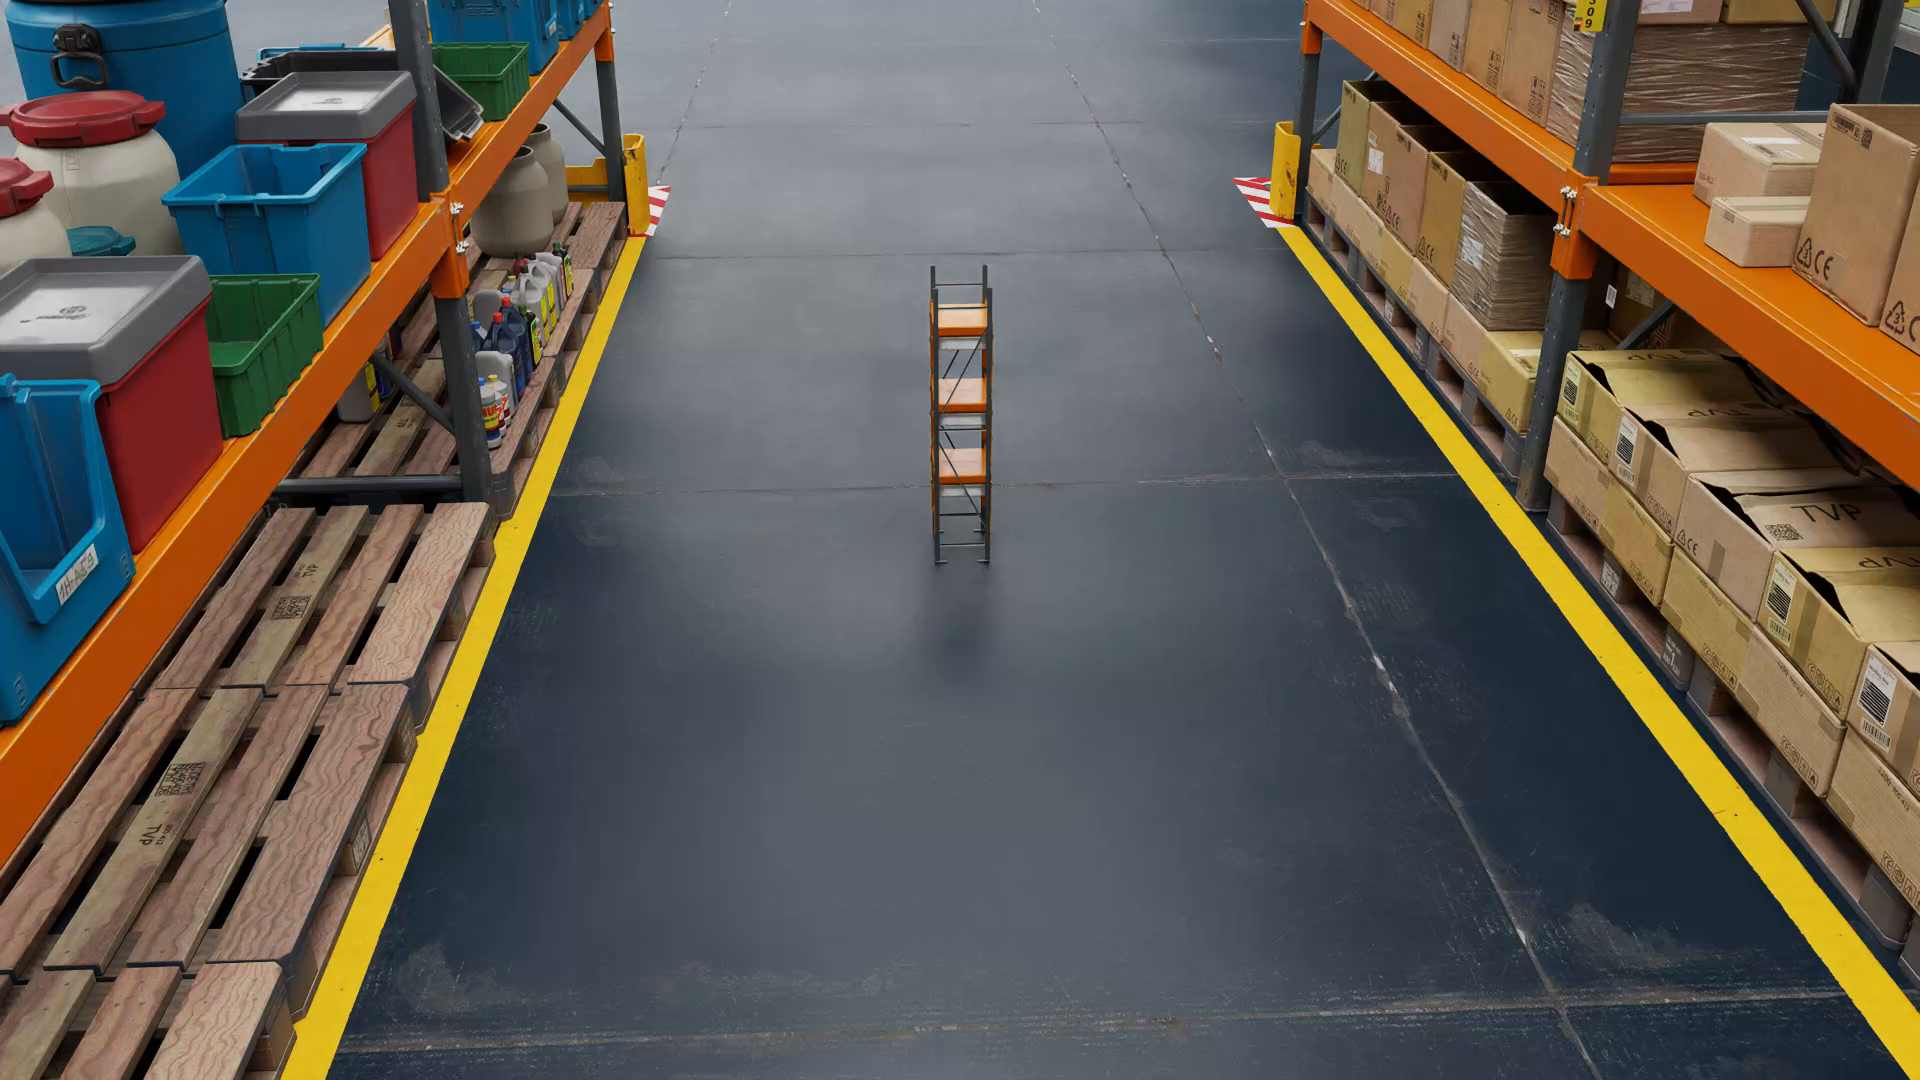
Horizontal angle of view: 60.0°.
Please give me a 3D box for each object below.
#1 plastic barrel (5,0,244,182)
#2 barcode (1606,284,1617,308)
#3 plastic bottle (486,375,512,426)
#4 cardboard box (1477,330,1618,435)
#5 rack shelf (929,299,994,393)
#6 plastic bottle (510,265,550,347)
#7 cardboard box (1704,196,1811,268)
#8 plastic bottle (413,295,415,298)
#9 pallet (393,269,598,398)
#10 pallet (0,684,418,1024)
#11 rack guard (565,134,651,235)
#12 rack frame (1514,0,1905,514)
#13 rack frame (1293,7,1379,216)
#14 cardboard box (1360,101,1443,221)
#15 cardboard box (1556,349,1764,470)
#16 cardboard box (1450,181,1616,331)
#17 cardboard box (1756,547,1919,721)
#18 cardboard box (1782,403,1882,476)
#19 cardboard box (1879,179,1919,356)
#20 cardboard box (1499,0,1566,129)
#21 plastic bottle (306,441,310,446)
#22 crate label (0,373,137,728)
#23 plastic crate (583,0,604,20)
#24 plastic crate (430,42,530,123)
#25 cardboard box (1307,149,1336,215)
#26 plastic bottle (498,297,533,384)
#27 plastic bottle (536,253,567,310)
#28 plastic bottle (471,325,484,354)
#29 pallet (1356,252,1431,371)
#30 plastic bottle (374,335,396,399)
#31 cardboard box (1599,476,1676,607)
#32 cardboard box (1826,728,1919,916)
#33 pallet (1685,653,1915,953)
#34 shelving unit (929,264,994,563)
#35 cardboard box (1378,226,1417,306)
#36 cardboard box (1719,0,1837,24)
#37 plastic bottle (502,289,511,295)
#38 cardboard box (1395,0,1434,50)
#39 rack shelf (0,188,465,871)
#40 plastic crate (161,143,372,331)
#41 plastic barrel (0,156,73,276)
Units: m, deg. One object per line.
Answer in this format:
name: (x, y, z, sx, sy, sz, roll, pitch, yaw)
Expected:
plastic barrel: (-2.542, -1.389, 5.127, 0.600, 0.901, 0.708, -1, 28, -3)
barcode: (2.285, -0.855, 5.835, 0.001, 0.075, 0.075, -1, 28, -3)
plastic bottle: (-1.849, -0.558, 6.627, 0.097, 0.201, 0.097, 0, 28, 0)
cardboard box: (2.445, -0.646, 6.765, 0.500, 0.250, 0.500, -1, 28, -3)
rack shelf: (0.003, -0.683, 5.834, 0.215, 0.259, 0.240, -1, 28, -3)
plastic bottle: (-1.920, -1.039, 7.388, 0.144, 0.351, 0.185, -2, 28, -3)
cardboard box: (2.529, -0.945, 5.090, 0.380, 0.149, 0.250, -1, 28, -3)
plastic bottle: (-2.680, -1.261, 7.975, 0.097, 0.201, 0.097, 0, 28, 0)
pallet: (-2.320, -0.992, 7.924, 1.003, 0.211, 1.213, -1, 28, -3)
pallet: (-2.113, 0.810, 4.468, 1.003, 0.211, 1.213, -1, 28, -3)
rack guard: (-2.418, -2.057, 9.654, 1.175, 0.500, 0.348, -1, 28, -3)
rack frame: (2.687, -1.470, 5.826, 1.000, 3.000, 0.127, -1, 28, -3)
rack frame: (2.478, -3.318, 9.367, 1.000, 3.000, 0.127, -1, 28, -3)
cardboard box: (2.351, -1.903, 8.363, 0.500, 0.500, 0.500, -1, 28, -3)
cardboard box: (2.460, -0.489, 5.857, 0.500, 0.311, 0.500, -1, 28, -2)
cardboard box: (2.430, -1.210, 7.035, 0.500, 0.500, 0.500, -1, 28, -3)
cardboard box: (2.541, 0.221, 4.496, 0.500, 0.311, 0.500, -1, 28, -1)
cardboard box: (3.028, -0.266, 5.429, 0.500, 0.311, 0.500, -1, 28, -1)
cardboard box: (2.764, -0.685, 4.212, 0.500, 0.500, 0.500, -1, 28, -3)
cardboard box: (2.624, -1.963, 6.662, 0.700, 0.500, 0.500, -2, 28, -3)
plastic bottle: (-2.590, -0.467, 6.452, 0.097, 0.201, 0.097, 0, 28, 0)
crate label: (-1.833, 0.014, 2.942, 0.502, 0.435, 0.616, -1, 28, -3)
plastic crate: (-2.144, -2.910, 8.746, 0.499, 0.251, 0.616, -1, 28, -3)
plastic crate: (-2.049, -1.892, 6.864, 0.450, 0.188, 0.662, -1, 28, -3)
cardboard box: (2.284, -2.032, 9.421, 0.500, 0.250, 0.500, -1, 28, -3)
plastic bottle: (-1.897, -0.843, 7.011, 0.144, 0.351, 0.185, -3, 28, -5)
plastic bottle: (-1.949, -1.233, 7.839, 0.152, 0.276, 0.135, -1, 28, -2)
plastic bottle: (-2.031, -0.752, 6.838, 0.144, 0.351, 0.185, -1, 28, -3)
pallet: (2.621, -1.167, 8.259, 1.003, 0.211, 1.213, -1, 28, -3)
plastic bottle: (-2.445, -0.734, 6.884, 0.152, 0.276, 0.135, -1, 28, -3)
cardboard box: (2.486, -0.009, 5.543, 0.500, 0.250, 0.500, -1, 28, -1)
cardboard box: (2.571, 0.702, 4.179, 0.500, 0.250, 0.500, -1, 28, -1)
pallet: (2.831, 0.670, 4.737, 1.003, 0.211, 1.213, -1, 28, -3)
shelving unit: (0.003, -0.441, 5.960, 0.215, 1.050, 0.252, -1, 28, -3)
cardboard box: (2.361, -1.339, 8.093, 0.500, 0.250, 0.500, -1, 28, -3)
cardboard box: (2.866, -1.931, 5.899, 0.380, 0.149, 0.250, -1, 28, -3)
plastic bottle: (-2.048, -1.036, 7.543, 0.097, 0.201, 0.097, 0, 28, 0)
cardboard box: (2.542, -2.674, 8.026, 0.700, 0.500, 0.500, -1, 28, -2)
rack shelf: (-2.155, -0.110, 3.995, 1.077, 0.370, 4.000, -1, 28, -3)
plastic crate: (-1.892, -0.844, 4.641, 0.392, 0.384, 0.575, -1, 28, -3)
plastic barrel: (-2.391, -0.627, 4.061, 0.433, 0.535, 0.433, 0, 28, 0)
